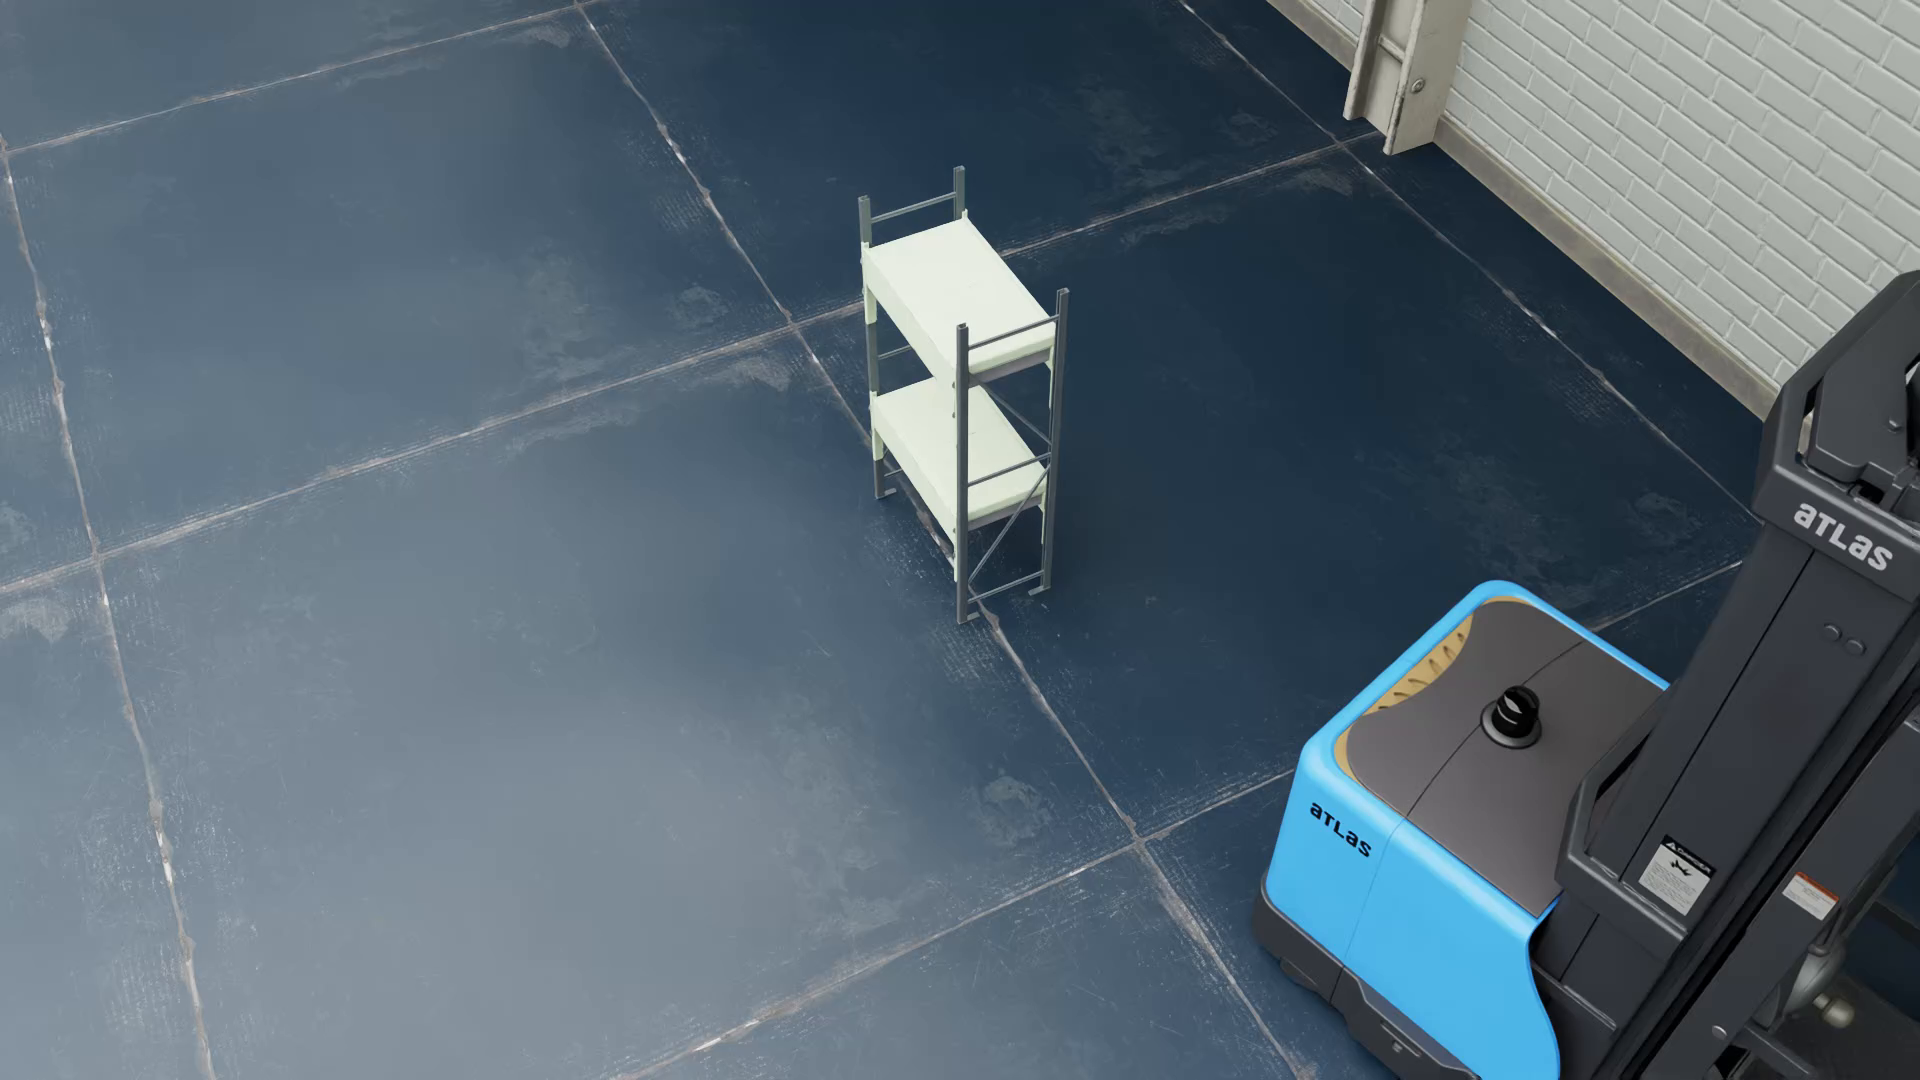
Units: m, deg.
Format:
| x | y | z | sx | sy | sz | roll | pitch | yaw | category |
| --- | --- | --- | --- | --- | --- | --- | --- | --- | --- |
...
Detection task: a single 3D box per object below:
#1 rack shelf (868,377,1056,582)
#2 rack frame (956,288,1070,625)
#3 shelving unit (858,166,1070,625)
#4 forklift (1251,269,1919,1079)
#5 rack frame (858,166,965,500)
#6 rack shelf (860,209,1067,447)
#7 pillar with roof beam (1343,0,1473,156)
| x | y | z | sx | sy | sz | roll | pitch | yaw | category |
| --- | --- | --- | --- | --- | --- | --- | --- | --- | --- |
| 0.003 | -0.275 | 6.320 | 0.431 | 0.370 | 0.720 | -21 | 52 | -18 | rack shelf |
| 0.171 | -0.244 | 5.860 | 0.400 | 1.500 | 0.023 | -21 | 52 | -18 | rack frame |
| 0.003 | -0.489 | 6.074 | 0.431 | 1.500 | 0.755 | -21 | 52 | -18 | shelving unit |
| 2.333 | 0.894 | 3.914 | 1.130 | 2.935 | 3.031 | -36 | 58 | -27 | forklift |
| -0.164 | -0.734 | 6.288 | 0.400 | 1.500 | 0.023 | -21 | 52 | -18 | rack frame |
| 0.003 | -0.746 | 5.780 | 0.431 | 0.370 | 0.720 | -21 | 52 | -18 | rack shelf |
| -1.635 | -3.588 | 3.803 | 9.100 | 9.000 | 0.400 | -21 | 52 | -18 | pillar with roof beam |
